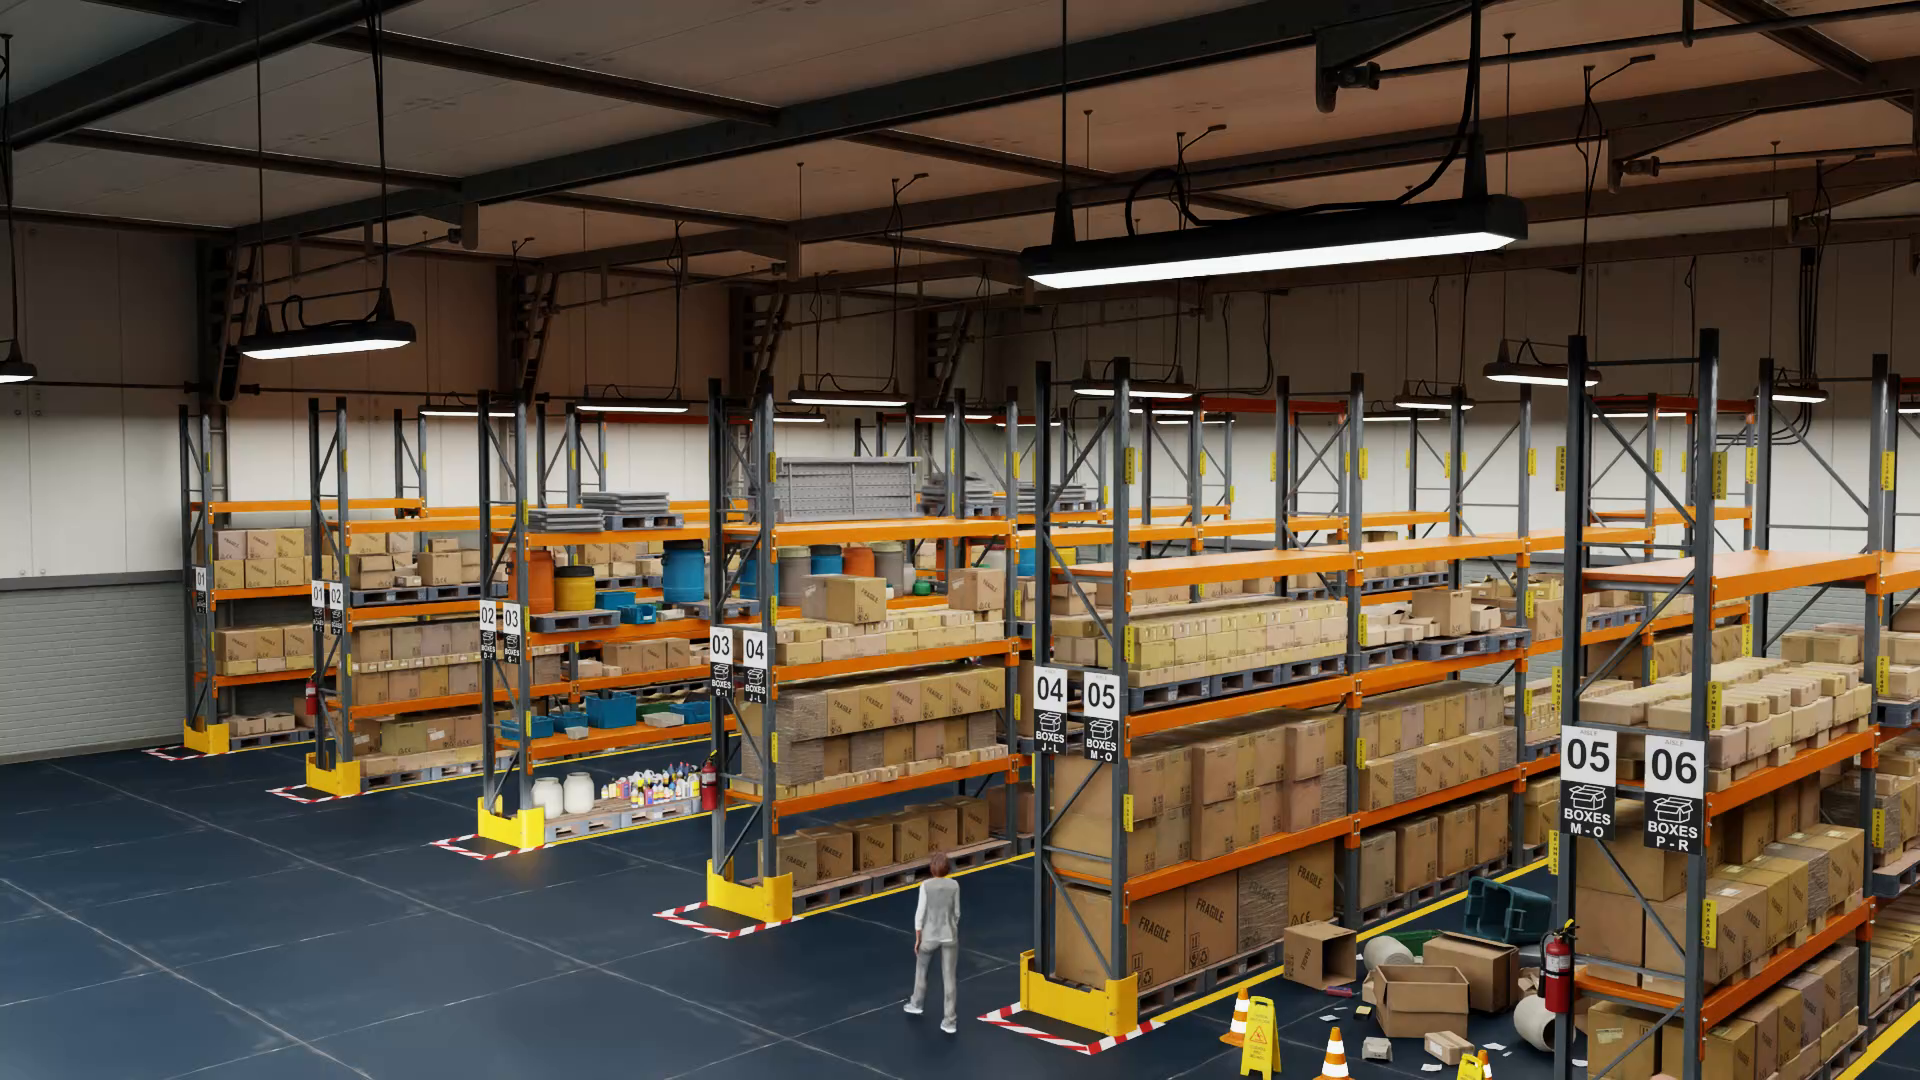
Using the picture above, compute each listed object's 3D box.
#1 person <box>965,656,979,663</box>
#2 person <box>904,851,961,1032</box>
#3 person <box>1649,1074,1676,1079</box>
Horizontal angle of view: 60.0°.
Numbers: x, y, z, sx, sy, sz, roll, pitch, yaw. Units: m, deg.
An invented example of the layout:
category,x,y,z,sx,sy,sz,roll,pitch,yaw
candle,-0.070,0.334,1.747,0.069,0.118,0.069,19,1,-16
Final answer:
category,x,y,z,sx,sy,sz,roll,pitch,yaw
person,0.227,2.596,33.081,0.488,1.661,0.521,-2,3,-28
person,-0.217,3.584,14.987,0.451,1.559,0.864,-1,3,-11
person,3.894,3.832,9.299,0.900,1.685,0.584,-1,3,-14
